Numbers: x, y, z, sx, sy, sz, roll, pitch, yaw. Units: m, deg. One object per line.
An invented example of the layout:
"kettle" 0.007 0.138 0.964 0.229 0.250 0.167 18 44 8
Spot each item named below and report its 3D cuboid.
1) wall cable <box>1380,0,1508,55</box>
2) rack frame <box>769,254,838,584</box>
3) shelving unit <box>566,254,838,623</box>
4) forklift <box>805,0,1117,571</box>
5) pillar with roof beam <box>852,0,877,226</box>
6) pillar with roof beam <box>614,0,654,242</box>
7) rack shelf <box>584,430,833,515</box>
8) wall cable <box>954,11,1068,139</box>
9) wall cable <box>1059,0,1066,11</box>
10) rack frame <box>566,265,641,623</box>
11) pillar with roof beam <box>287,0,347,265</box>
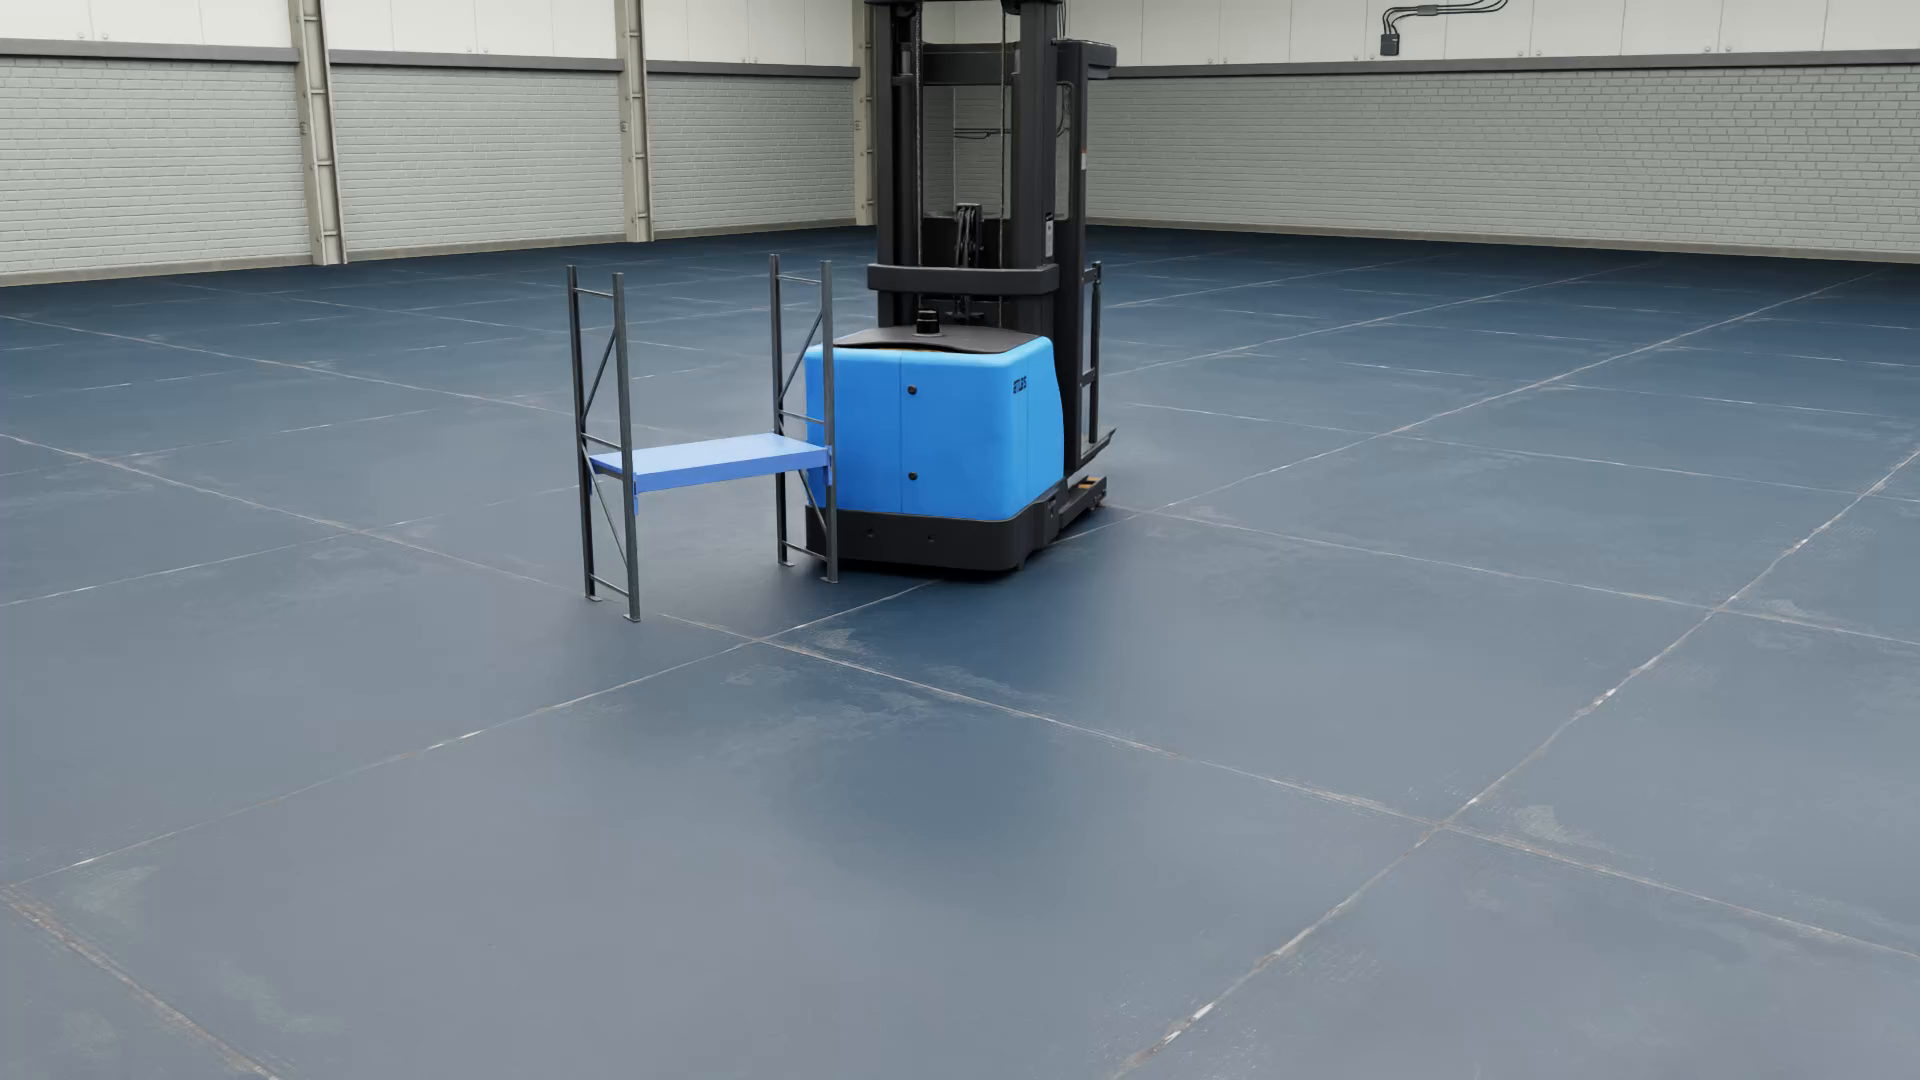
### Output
"wall cable" 8.359 -11.332 28.048 2.305 6.003 0.169 11 18 38
"rack frame" -0.736 -0.570 7.820 0.032 1.500 0.500 -10 18 -36
"shelving unit" -1.143 -0.495 7.524 1.048 1.500 0.538 -10 18 -36
"forklift" 0.193 -1.593 8.940 1.130 2.935 3.031 5 15 18
"pillar with roof beam" 1.453 -10.130 30.224 9.100 9.000 0.400 11 18 38
"pillar with roof beam" -2.318 -8.981 25.701 9.100 9.000 0.400 11 18 38
"rack shelf" -1.143 -0.320 7.569 1.000 0.185 0.538 -10 18 -36
"wall cable" 0.985 -9.651 34.644 3.097 2.526 0.112 11 18 38
"wall cable" 3.089 -11.680 32.374 3.097 2.526 0.112 11 18 38
"rack frame" -1.550 -0.420 7.229 0.032 1.500 0.500 -10 18 -36
"pillar with roof beam" -6.089 -7.832 21.178 9.100 9.000 0.400 11 18 38
